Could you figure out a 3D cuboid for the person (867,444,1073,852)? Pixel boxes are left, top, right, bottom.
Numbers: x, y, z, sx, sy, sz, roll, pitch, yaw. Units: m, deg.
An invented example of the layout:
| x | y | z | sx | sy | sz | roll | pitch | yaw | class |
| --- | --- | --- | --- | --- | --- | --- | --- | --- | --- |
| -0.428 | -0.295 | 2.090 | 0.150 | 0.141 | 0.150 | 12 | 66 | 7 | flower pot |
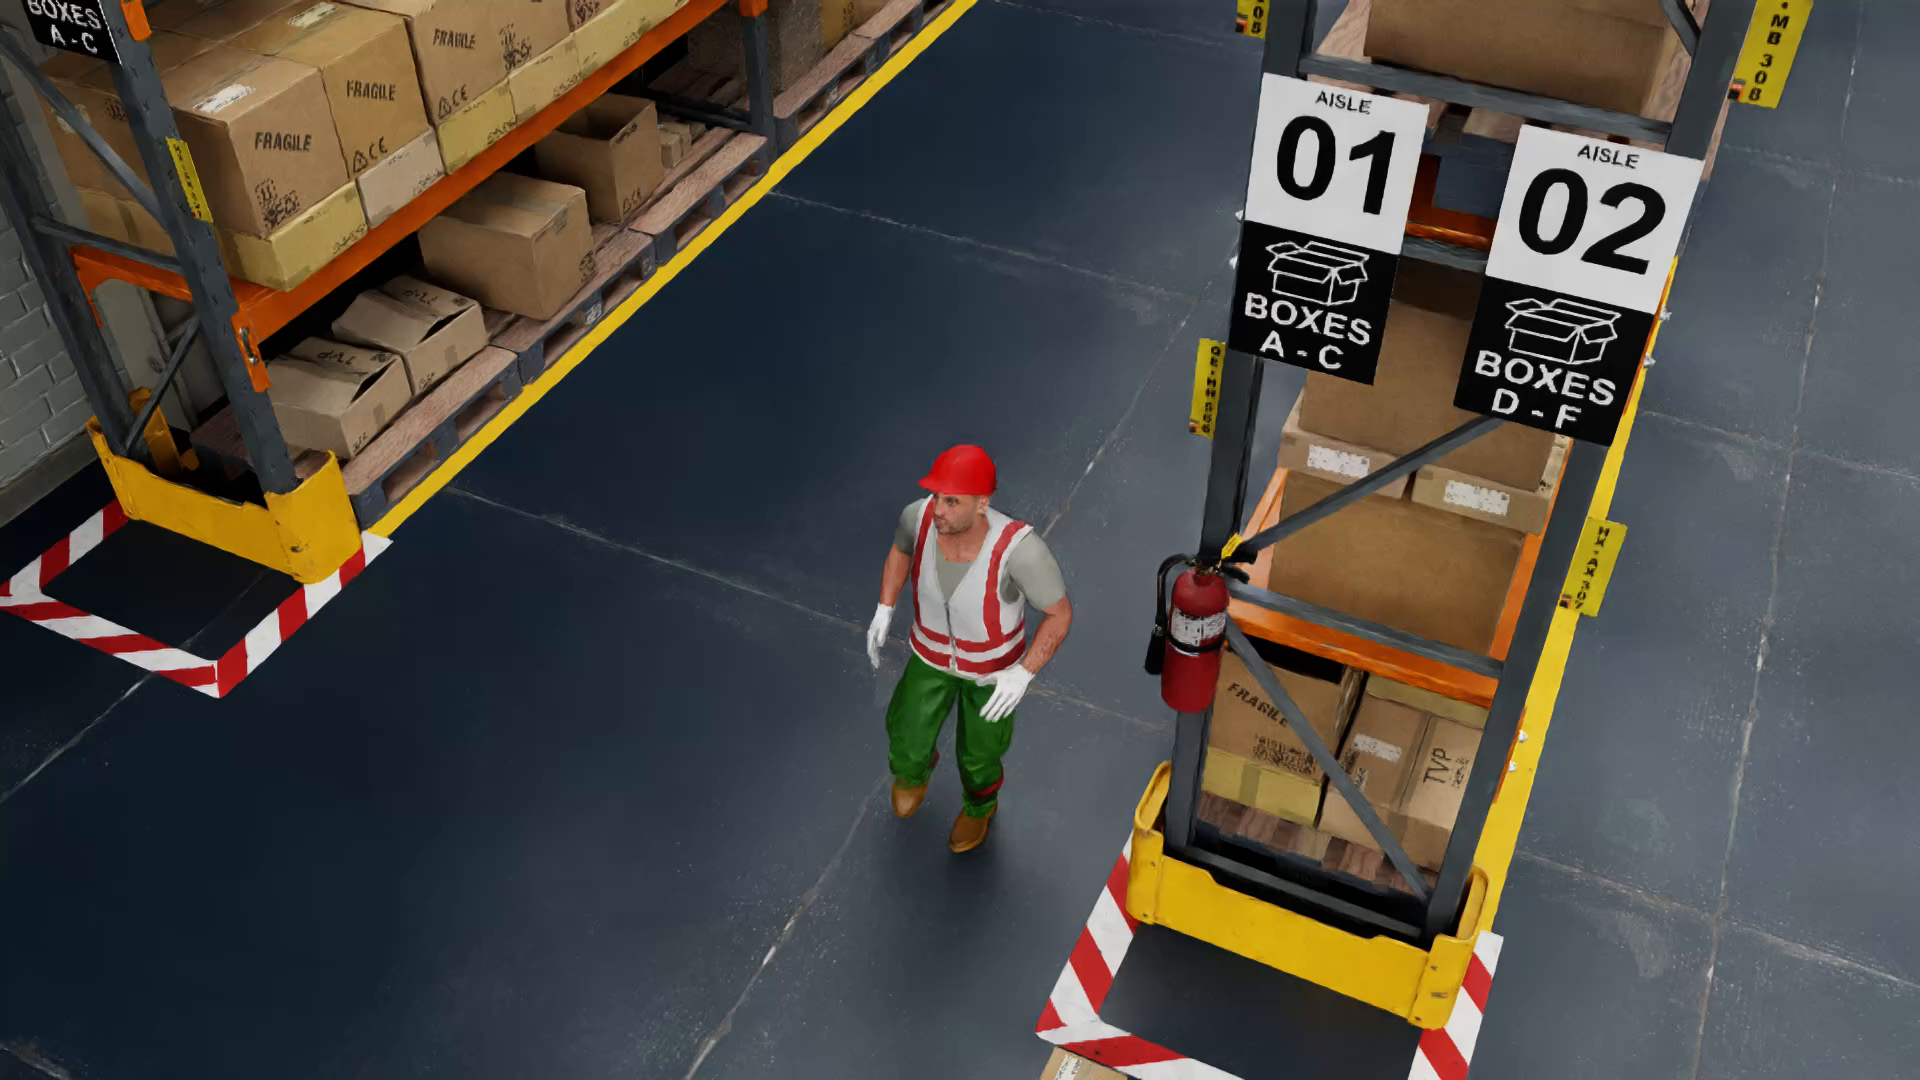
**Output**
| x | y | z | sx | sy | sz | roll | pitch | yaw | class |
| --- | --- | --- | --- | --- | --- | --- | --- | --- | --- |
| 0.014 | 0.430 | 5.685 | 0.710 | 1.751 | 0.512 | 12 | 43 | 13 | person |
